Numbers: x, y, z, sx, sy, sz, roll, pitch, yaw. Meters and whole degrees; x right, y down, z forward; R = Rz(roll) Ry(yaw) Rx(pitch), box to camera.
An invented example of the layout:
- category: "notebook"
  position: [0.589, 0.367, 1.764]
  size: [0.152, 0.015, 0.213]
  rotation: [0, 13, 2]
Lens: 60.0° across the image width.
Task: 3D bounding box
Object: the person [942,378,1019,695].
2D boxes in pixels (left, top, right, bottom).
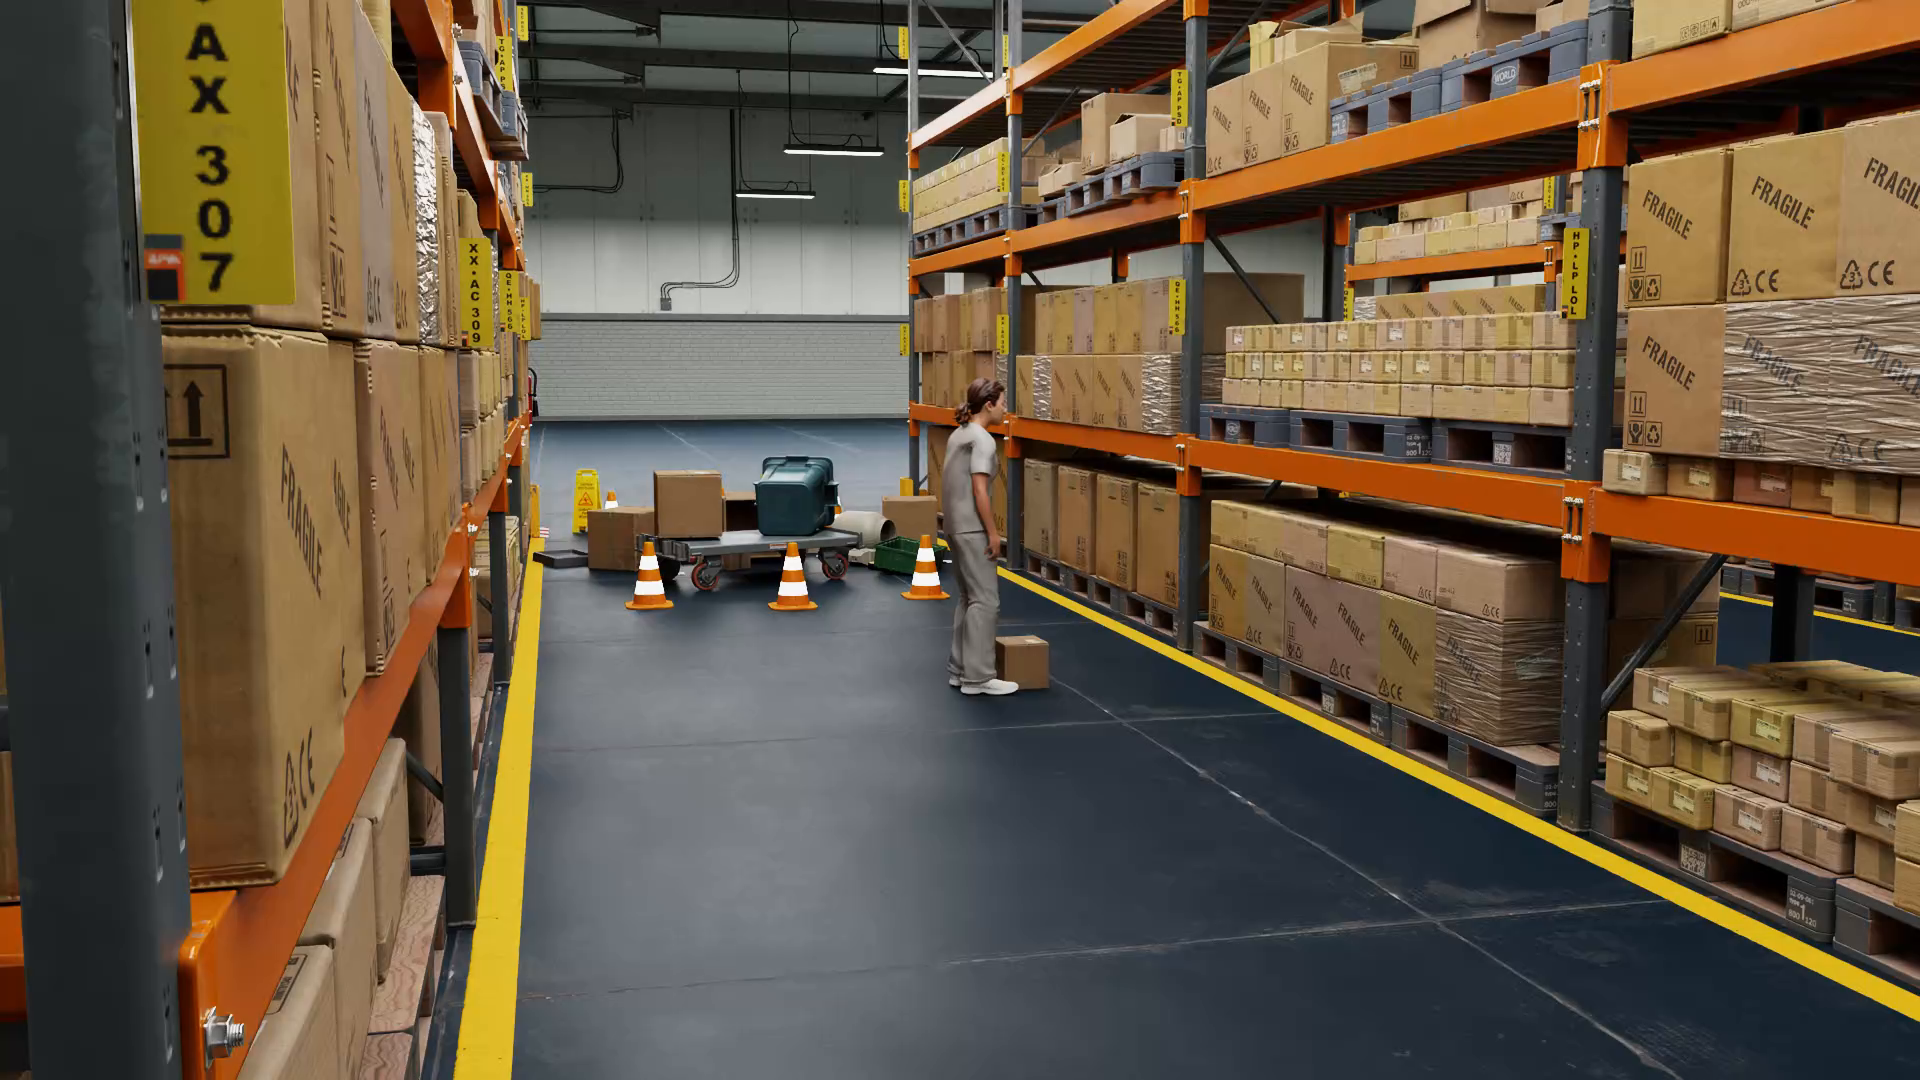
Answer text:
- category: "person"
  position: [0.088, -0.030, 8.923]
  size: [0.351, 1.672, 0.501]
  rotation: [-2, 6, -15]
